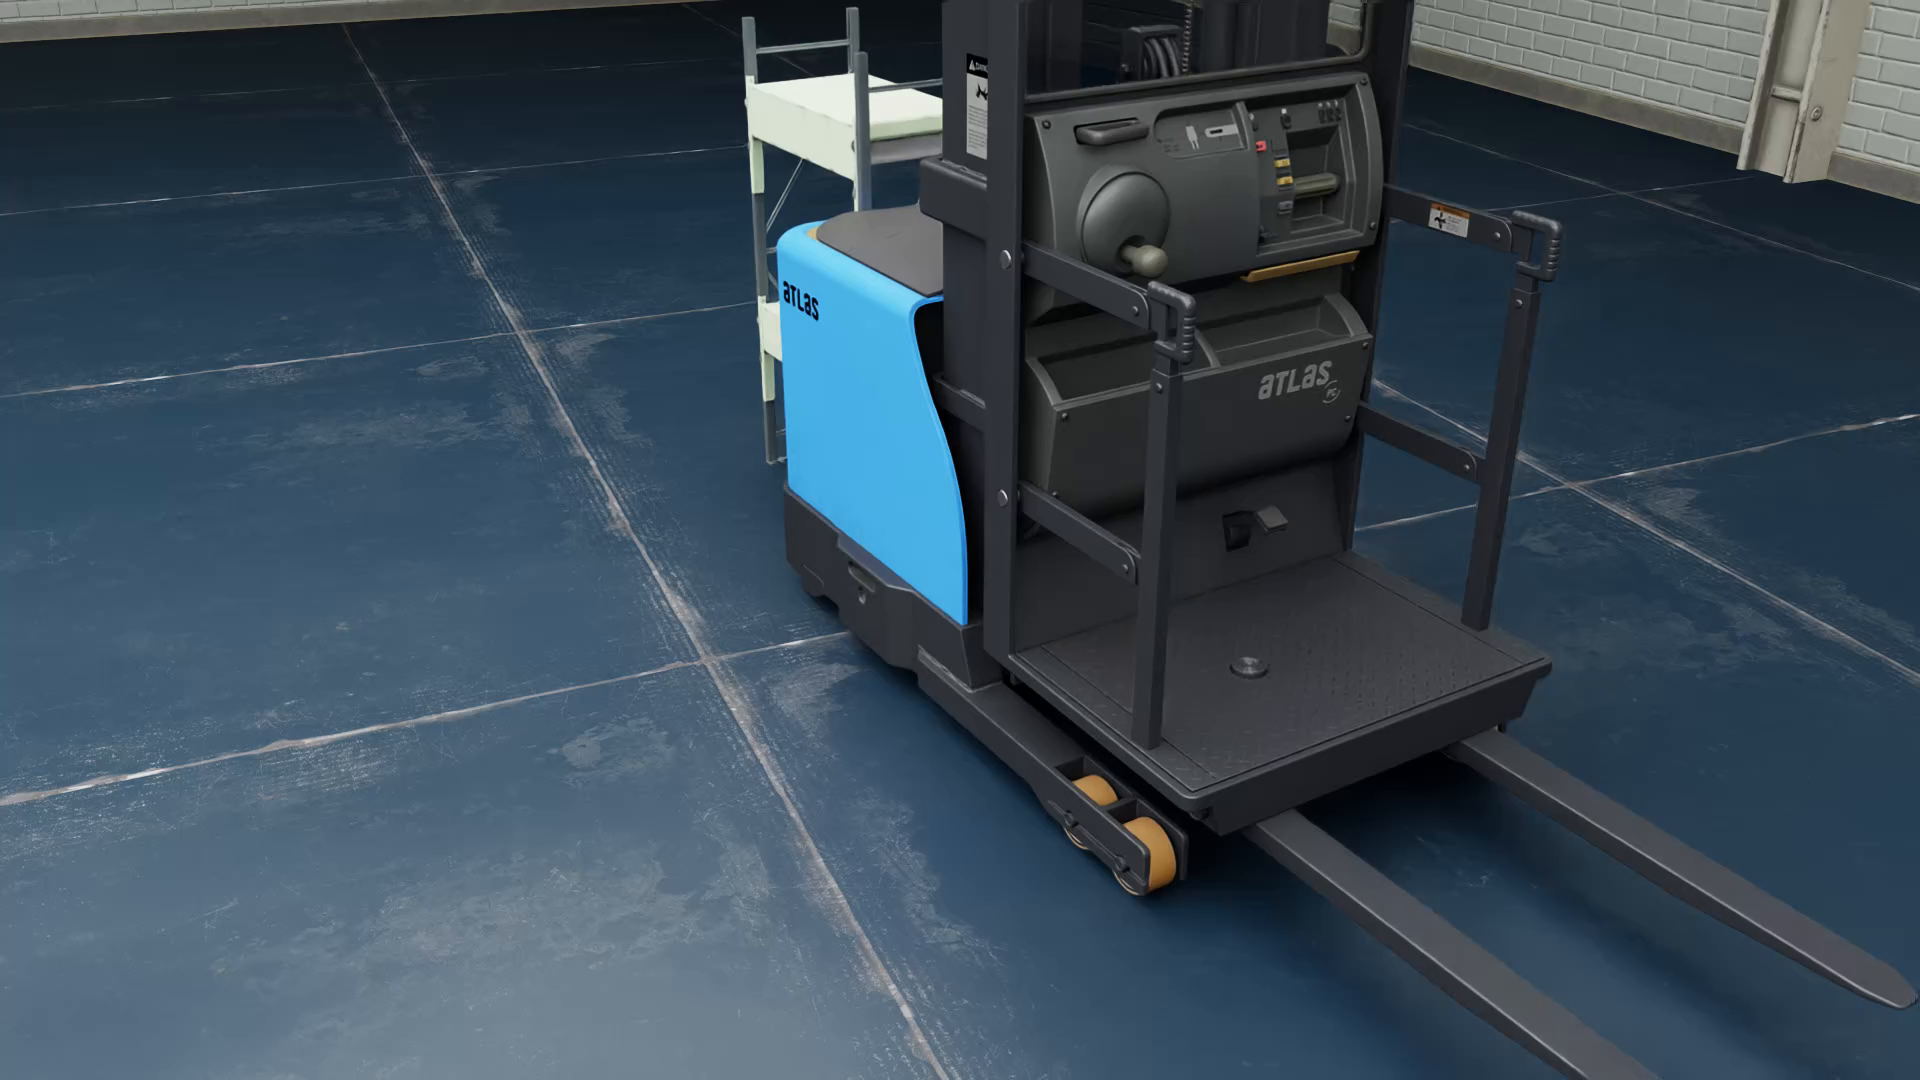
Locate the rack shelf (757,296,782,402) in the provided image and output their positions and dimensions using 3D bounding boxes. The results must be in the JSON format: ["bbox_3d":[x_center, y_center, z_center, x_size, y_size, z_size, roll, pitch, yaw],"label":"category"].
[{"bbox_3d":[-0.309,-0.555,5.420,0.431,0.370,0.720,-15,30,-28],"label":"rack shelf"}]

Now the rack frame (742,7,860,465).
[{"bbox_3d":[-0.500,-0.985,5.558,0.400,1.500,0.023,-15,30,-28],"label":"rack frame"}]

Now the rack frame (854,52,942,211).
[{"bbox_3d":[-0.118,-0.711,4.996,0.400,1.500,0.023,-15,30,-28],"label":"rack frame"}]

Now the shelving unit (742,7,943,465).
[{"bbox_3d":[-0.309,-0.848,5.277,0.431,1.500,0.755,-15,30,-28],"label":"shelving unit"}]

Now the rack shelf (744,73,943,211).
[{"bbox_3d":[-0.309,-1.198,5.106,0.431,0.370,0.720,-15,30,-28],"label":"rack shelf"}]

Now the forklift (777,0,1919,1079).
[{"bbox_3d":[0.678,-0.772,3.491,1.130,2.935,3.031,-15,30,-28],"label":"forklift"}]

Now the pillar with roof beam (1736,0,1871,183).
[{"bbox_3d":[0.776,-5.417,6.089,9.100,9.000,0.400,-11,28,-21],"label":"pillar with roof beam"}]
